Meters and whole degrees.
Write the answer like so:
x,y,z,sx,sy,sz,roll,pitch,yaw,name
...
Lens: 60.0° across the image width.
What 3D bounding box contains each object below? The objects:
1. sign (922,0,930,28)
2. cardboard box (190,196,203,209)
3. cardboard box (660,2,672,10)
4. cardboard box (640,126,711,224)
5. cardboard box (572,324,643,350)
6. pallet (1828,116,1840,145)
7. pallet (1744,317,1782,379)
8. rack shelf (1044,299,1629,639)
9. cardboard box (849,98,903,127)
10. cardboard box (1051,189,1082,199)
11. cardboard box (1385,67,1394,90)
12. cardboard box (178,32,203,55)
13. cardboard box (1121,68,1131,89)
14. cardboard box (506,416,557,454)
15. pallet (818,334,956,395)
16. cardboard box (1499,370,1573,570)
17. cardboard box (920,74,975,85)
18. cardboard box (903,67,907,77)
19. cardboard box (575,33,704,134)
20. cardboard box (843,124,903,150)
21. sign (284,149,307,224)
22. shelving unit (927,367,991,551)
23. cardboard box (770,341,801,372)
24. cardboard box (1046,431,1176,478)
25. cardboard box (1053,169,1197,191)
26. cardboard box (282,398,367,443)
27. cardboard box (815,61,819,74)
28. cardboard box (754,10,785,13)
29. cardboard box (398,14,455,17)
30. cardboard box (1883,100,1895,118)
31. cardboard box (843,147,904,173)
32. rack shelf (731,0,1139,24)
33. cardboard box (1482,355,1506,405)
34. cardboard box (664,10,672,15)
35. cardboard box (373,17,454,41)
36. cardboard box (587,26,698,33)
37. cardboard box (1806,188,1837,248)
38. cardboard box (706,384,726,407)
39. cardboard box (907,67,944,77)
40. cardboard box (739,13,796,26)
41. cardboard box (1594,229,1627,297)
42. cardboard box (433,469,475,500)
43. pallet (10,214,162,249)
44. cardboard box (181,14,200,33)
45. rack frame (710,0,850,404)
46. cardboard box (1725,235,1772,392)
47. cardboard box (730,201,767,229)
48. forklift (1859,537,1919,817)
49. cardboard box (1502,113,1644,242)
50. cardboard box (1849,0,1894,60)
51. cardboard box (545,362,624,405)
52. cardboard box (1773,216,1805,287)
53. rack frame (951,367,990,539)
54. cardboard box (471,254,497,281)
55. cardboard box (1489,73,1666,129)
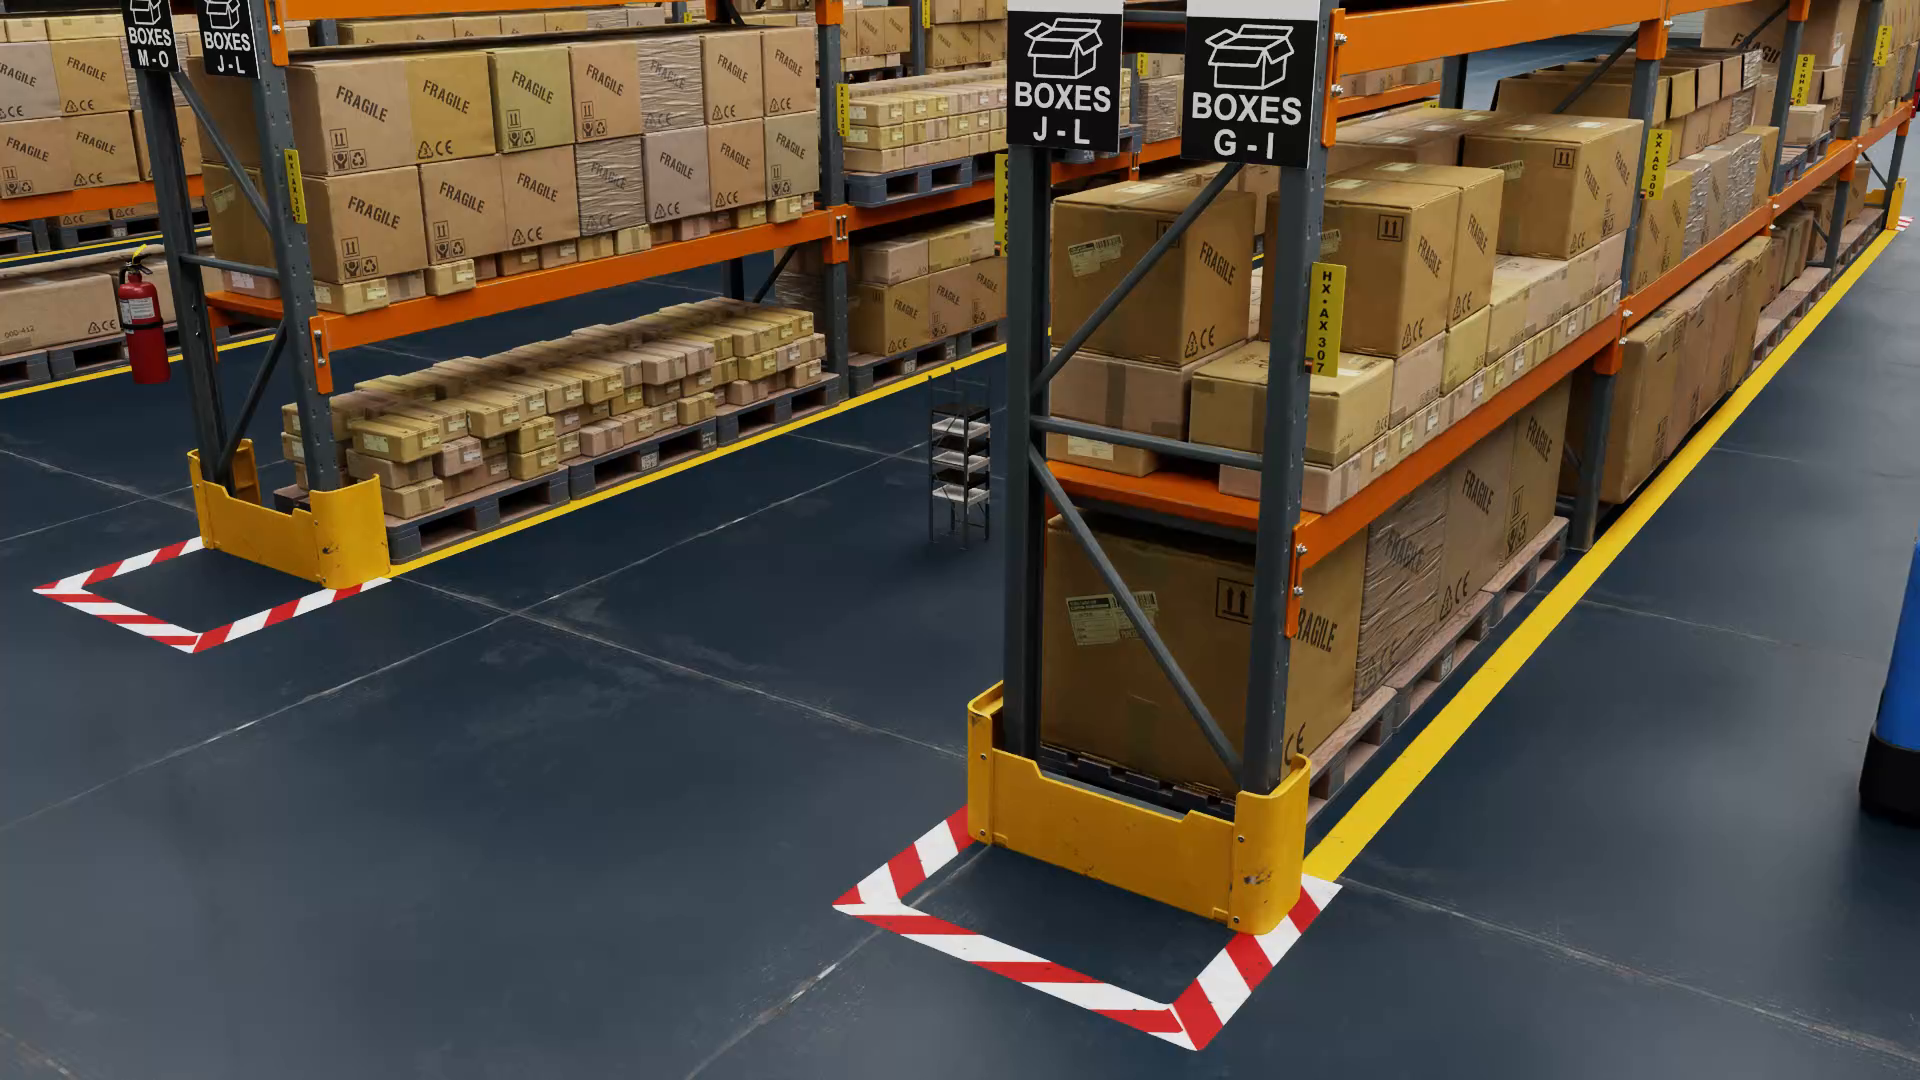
x,y,z,sx,sy,sz,roll,pitch,yaw,name
-0.394,-6.110,19.291,0.100,0.325,0.005,13,24,32,sign
-8.426,-3.763,17.611,0.500,0.500,0.500,12,24,30,cardboard box
-4.100,-7.387,22.904,0.380,0.149,0.250,14,24,33,cardboard box
-1.814,-2.144,9.665,0.500,0.500,0.500,13,24,32,cardboard box
-2.210,-1.237,10.433,0.380,0.149,0.250,14,24,33,cardboard box
6.791,-3.461,14.074,1.003,0.211,1.213,13,24,32,pallet
5.533,-1.510,12.544,1.003,0.211,1.213,13,24,32,pallet
1.719,-0.535,6.925,1.077,0.370,4.000,13,24,32,rack shelf
-0.600,-2.824,10.976,0.380,0.149,0.250,15,25,35,cardboard box
0.879,-2.719,13.710,0.500,0.250,0.500,13,24,31,cardboard box
4.399,-5.383,18.776,0.875,0.550,0.500,13,24,32,cardboard box
-5.681,-3.562,12.485,0.500,0.500,0.500,13,24,31,cardboard box
1.150,-3.719,13.394,0.380,0.149,0.250,12,24,30,cardboard box
-2.445,-0.602,9.145,0.380,0.149,0.250,14,25,33,cardboard box
-0.765,-1.359,12.134,1.003,0.211,1.213,13,24,32,pallet
2.406,-0.473,8.178,0.875,0.875,0.875,13,24,32,cardboard box
-0.111,-3.476,12.739,0.380,0.149,0.250,14,25,33,cardboard box
-0.792,-5.781,20.433,0.380,0.149,0.250,14,24,33,cardboard box
-1.828,-2.617,9.502,0.500,0.500,0.500,14,24,33,cardboard box
-0.600,-2.685,11.027,0.380,0.149,0.250,14,24,33,cardboard box
-3.001,-1.595,7.506,0.100,0.325,0.005,13,24,32,sign
-0.005,-0.420,8.603,0.258,0.900,0.210,13,24,32,shelving unit
-1.258,-1.210,10.787,0.380,0.149,0.250,12,23,29,cardboard box
0.523,-0.347,5.743,0.380,0.149,0.250,14,24,33,cardboard box
1.464,-2.889,14.890,1.050,0.750,0.750,13,24,31,cardboard box
-3.362,-0.635,8.805,0.380,0.149,0.250,14,24,32,cardboard box
-1.735,-5.207,18.274,0.380,0.149,0.250,12,24,30,cardboard box
-2.206,-5.547,18.259,0.500,0.500,0.500,12,24,30,cardboard box
-4.723,-4.364,14.653,0.500,0.500,0.500,14,25,33,cardboard box
8.843,-4.199,16.155,0.380,0.149,0.250,13,24,32,cardboard box
-0.600,-2.545,11.079,0.380,0.149,0.250,12,23,29,cardboard box
-0.077,-4.086,12.201,1.077,0.370,4.000,13,24,32,rack shelf
1.931,-0.660,6.588,0.380,0.149,0.250,13,24,30,cardboard box
-4.098,-7.244,22.946,0.380,0.149,0.250,14,24,33,cardboard box
-4.604,-4.117,13.985,0.500,0.500,0.500,13,24,32,cardboard box
-1.936,-2.865,10.171,0.500,0.500,0.500,12,24,30,cardboard box
7.914,-3.039,15.655,0.500,0.500,0.500,-15,25,-35,cardboard box
-1.699,-0.925,10.446,0.380,0.149,0.250,13,24,31,cardboard box
-0.413,-5.585,19.901,0.380,0.149,0.250,13,24,32,cardboard box
-2.079,-5.299,17.588,0.500,0.500,0.500,14,24,33,cardboard box
2.812,-1.338,7.845,0.500,0.250,0.500,13,24,31,cardboard box
-2.812,-0.334,8.848,0.380,0.149,0.250,13,24,32,cardboard box
-9.034,-3.279,17.325,1.003,0.211,1.213,13,24,32,pallet
-5.776,-3.849,12.325,0.380,0.149,0.250,13,24,31,cardboard box
-1.202,-2.443,11.045,1.000,3.000,0.127,13,24,32,rack frame
4.687,-1.601,11.226,1.225,0.875,0.875,12,23,29,cardboard box
-1.423,-2.037,10.311,0.380,0.149,0.250,14,25,34,cardboard box
4.588,-0.670,6.353,1.130,2.935,3.031,15,25,36,forklift
2.806,-1.683,7.699,0.500,0.500,0.500,14,25,33,cardboard box
7.804,-4.477,14.530,0.500,0.500,0.500,13,24,32,cardboard box
-2.151,-0.900,9.520,0.380,0.149,0.250,14,24,33,cardboard box
6.694,-2.471,14.090,0.700,0.500,0.500,13,24,31,cardboard box
0.053,-0.449,8.681,0.240,0.900,0.006,13,24,32,rack frame
-2.660,-1.455,8.738,0.380,0.149,0.250,15,25,34,cardboard box
3.196,-2.149,8.660,0.797,0.503,0.637,13,24,30,cardboard box
